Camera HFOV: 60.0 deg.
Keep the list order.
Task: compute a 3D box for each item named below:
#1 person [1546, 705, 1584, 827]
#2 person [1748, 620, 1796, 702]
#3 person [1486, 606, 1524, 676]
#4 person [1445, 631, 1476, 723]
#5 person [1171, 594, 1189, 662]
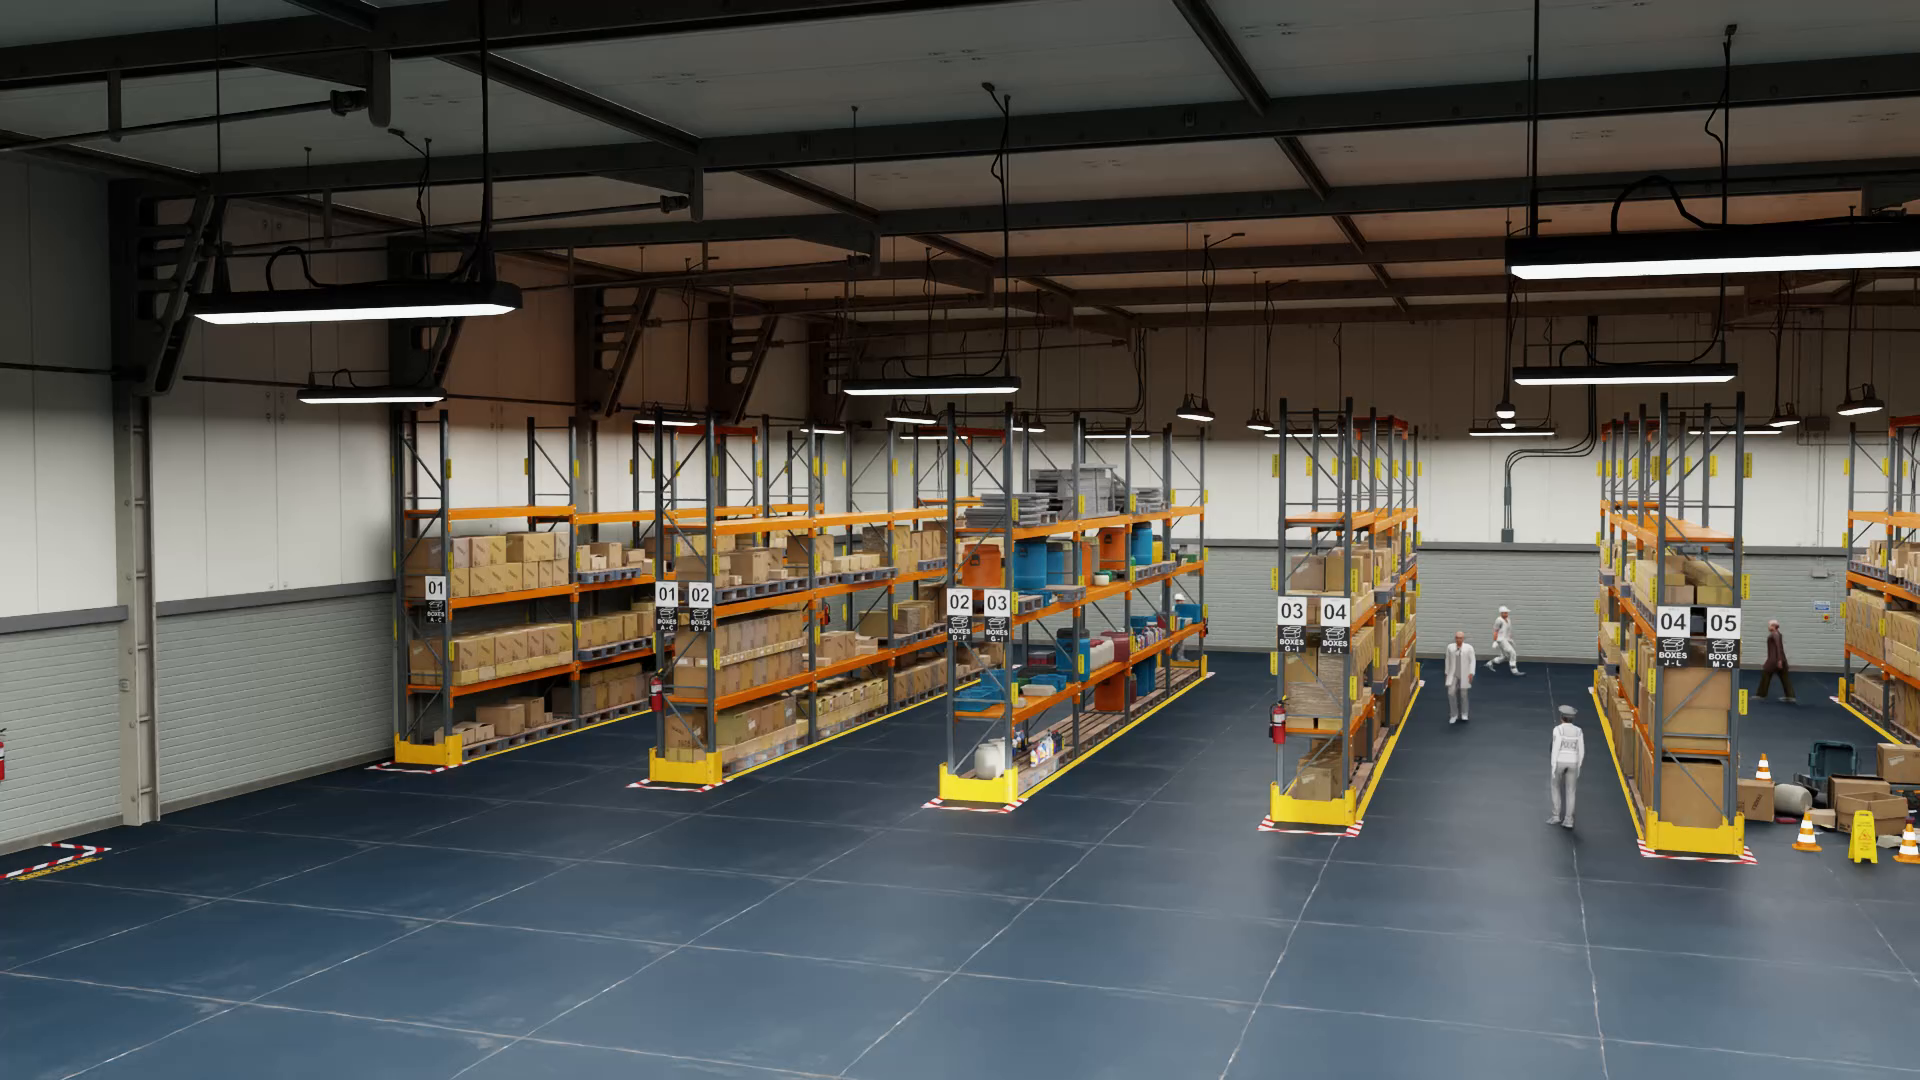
[{"bbox_3d":[8.494,3.192,23.251,0.483,1.721,0.591,0,2,8],"label":"person"},{"bbox_3d":[17.479,2.578,35.669,0.577,1.733,0.928,-2,3,-40],"label":"person"},{"bbox_3d":[13.207,2.436,40.349,1.037,1.675,0.547,2,3,45],"label":"person"},{"bbox_3d":[9.898,2.726,32.928,0.631,1.845,0.594,1,3,30],"label":"person"},{"bbox_3d":[5.580,2.271,42.970,0.659,1.764,0.579,2,3,33],"label":"person"}]
